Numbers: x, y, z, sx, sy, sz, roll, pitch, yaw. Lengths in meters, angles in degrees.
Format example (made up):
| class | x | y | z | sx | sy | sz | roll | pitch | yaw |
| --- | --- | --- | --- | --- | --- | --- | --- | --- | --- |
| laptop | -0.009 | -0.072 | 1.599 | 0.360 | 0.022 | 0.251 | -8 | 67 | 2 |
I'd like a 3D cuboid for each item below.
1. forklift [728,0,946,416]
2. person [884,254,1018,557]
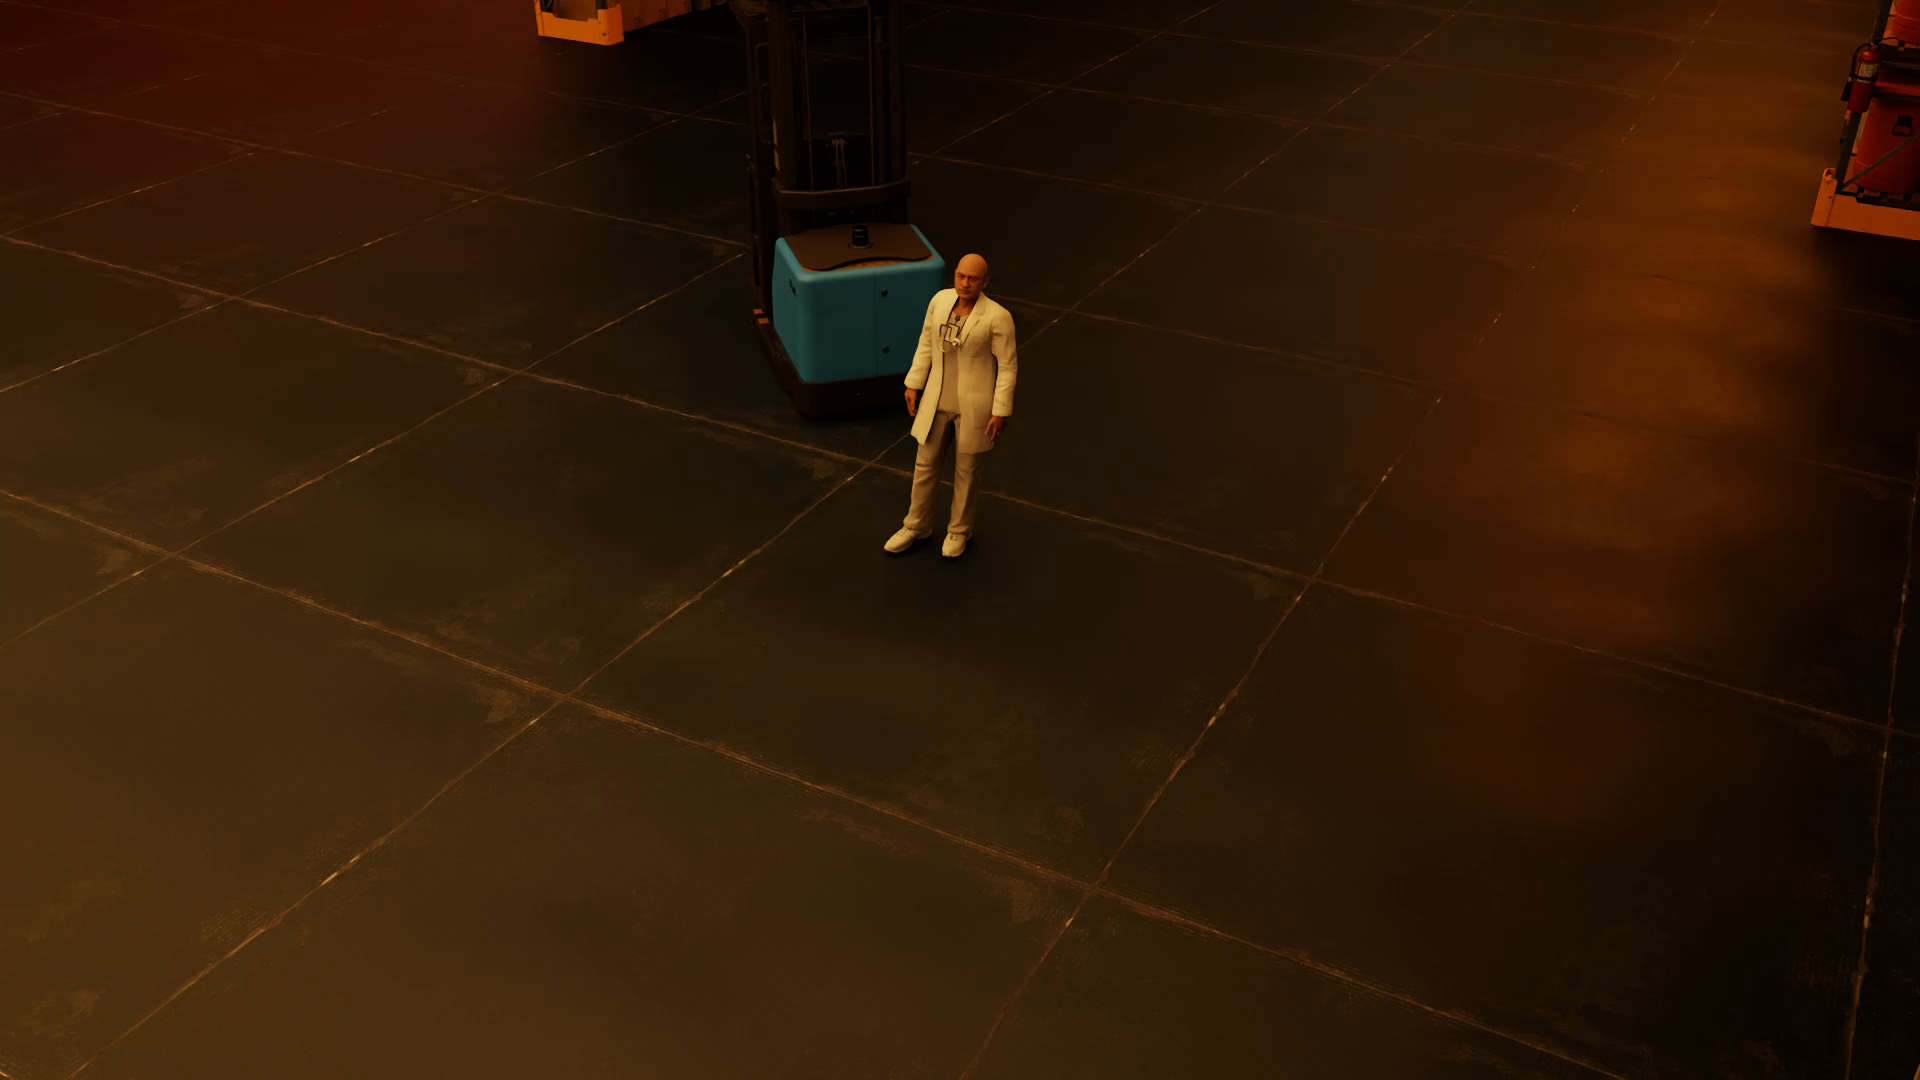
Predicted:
| class | x | y | z | sx | sy | sz | roll | pitch | yaw |
| --- | --- | --- | --- | --- | --- | --- | --- | --- | --- |
| forklift | -0.991 | -2.838 | 11.989 | 1.130 | 2.935 | 3.031 | -9 | 31 | -14 |
| person | -0.048 | -0.737 | 9.487 | 0.696 | 1.777 | 0.578 | 15 | 33 | 25 |
